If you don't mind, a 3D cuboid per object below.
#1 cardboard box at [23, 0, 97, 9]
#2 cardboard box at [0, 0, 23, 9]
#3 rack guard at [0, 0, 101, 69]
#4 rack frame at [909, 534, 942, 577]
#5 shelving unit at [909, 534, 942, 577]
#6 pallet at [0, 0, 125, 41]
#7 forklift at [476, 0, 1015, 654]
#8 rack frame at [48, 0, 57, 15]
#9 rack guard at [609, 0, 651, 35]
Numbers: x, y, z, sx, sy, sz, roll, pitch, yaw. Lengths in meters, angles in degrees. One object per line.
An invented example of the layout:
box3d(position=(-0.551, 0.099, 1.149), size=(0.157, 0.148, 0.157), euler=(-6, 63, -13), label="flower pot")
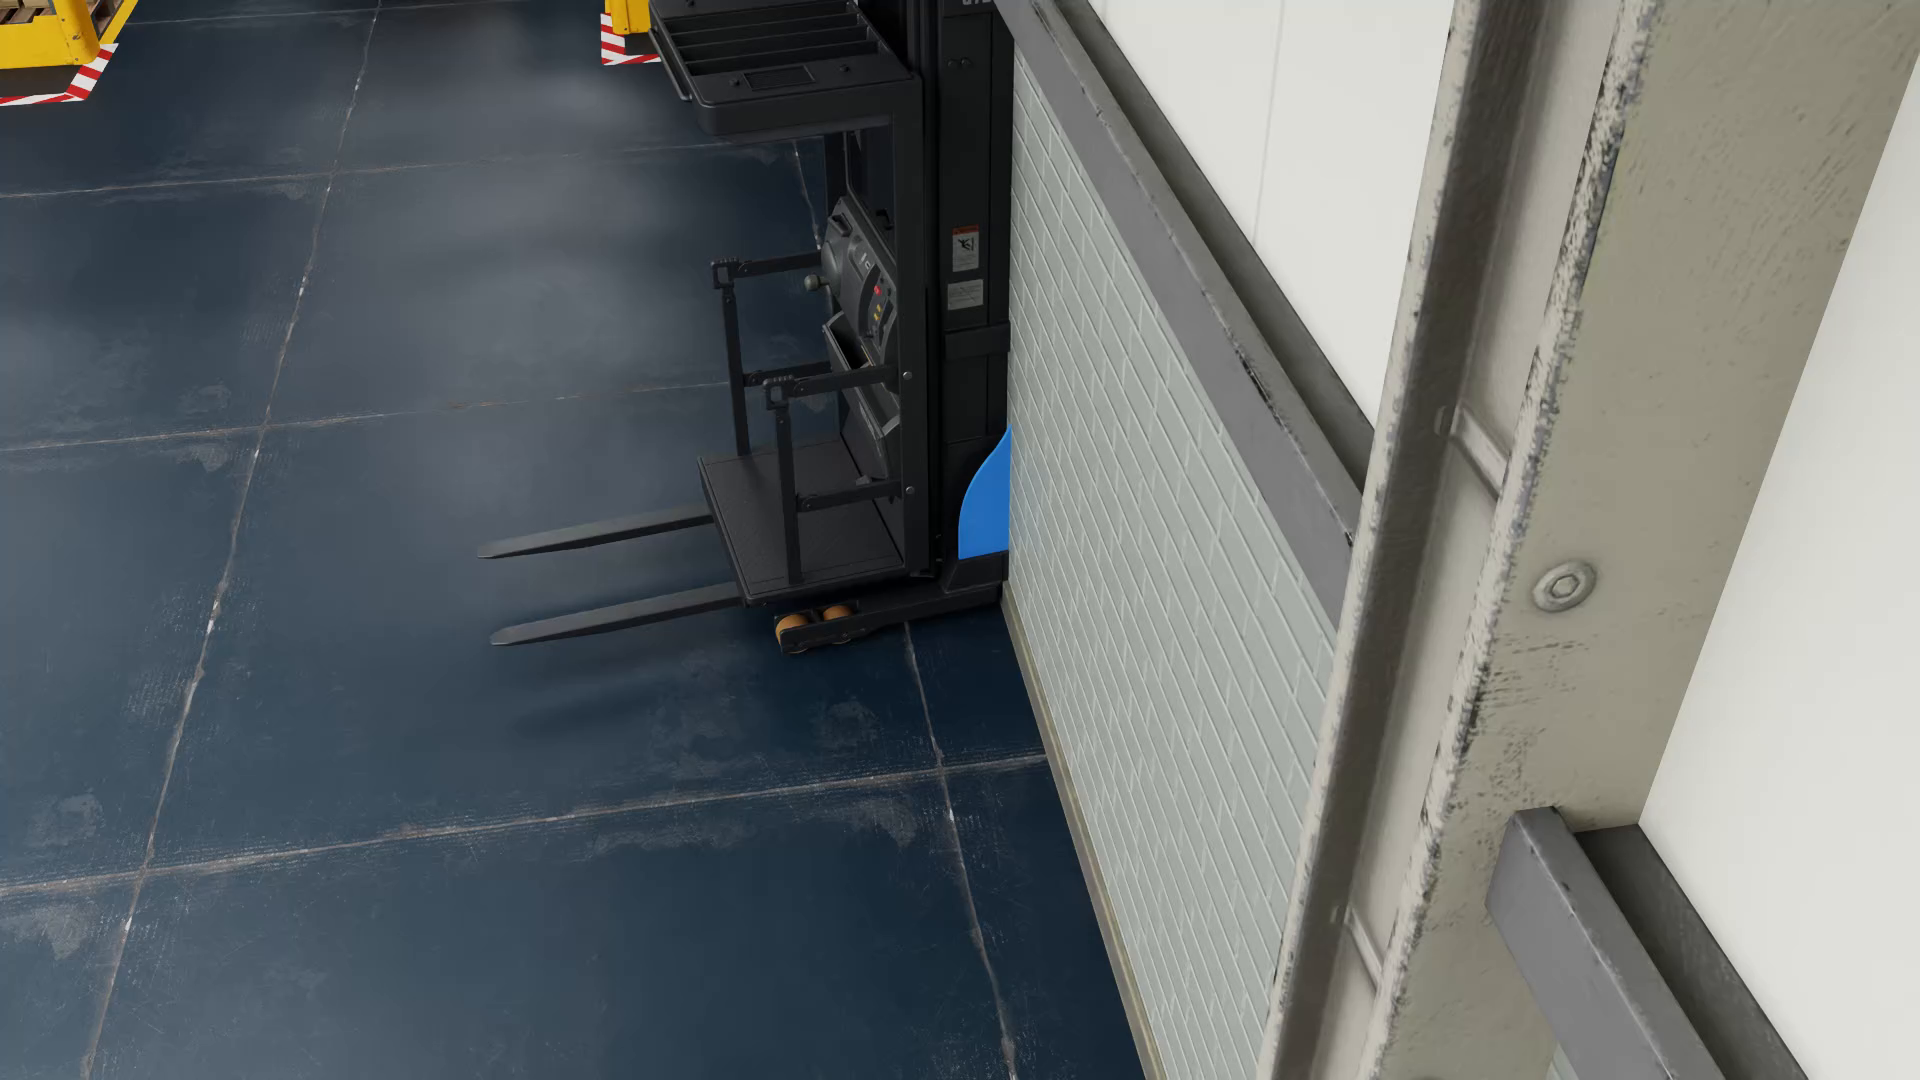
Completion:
box3d(position=(-6.866, -4.291, 12.727), size=(0.500, 0.250, 0.500), euler=(-7, 38, -8), label="cardboard box")
box3d(position=(-7.408, -4.248, 12.671), size=(0.500, 0.250, 0.500), euler=(-6, 38, -8), label="cardboard box")
box3d(position=(-7.011, -3.753, 12.173), size=(1.175, 0.500, 0.348), euler=(-6, 38, -8), label="rack guard")
box3d(position=(0.119, -0.334, 7.064), size=(0.500, 1.125, 0.032), euler=(1, 29, -22), label="rack frame")
box3d(position=(-0.044, -0.585, 7.475), size=(0.538, 1.125, 1.048), euler=(1, 29, -22), label="shelving unit")
box3d(position=(-7.118, -4.133, 12.898), size=(1.003, 0.211, 1.213), euler=(-6, 38, -8), label="pallet")
box3d(position=(-0.593, -1.037, 6.696), size=(3.031, 2.935, 1.130), euler=(-11, 39, -14), label="forklift")
box3d(position=(-6.997, -4.694, 11.347), size=(1.000, 3.000, 0.127), euler=(-6, 38, -8), label="rack frame")
box3d(position=(-2.107, -4.228, 12.785), size=(1.175, 0.500, 0.348), euler=(-6, 38, -8), label="rack guard")
